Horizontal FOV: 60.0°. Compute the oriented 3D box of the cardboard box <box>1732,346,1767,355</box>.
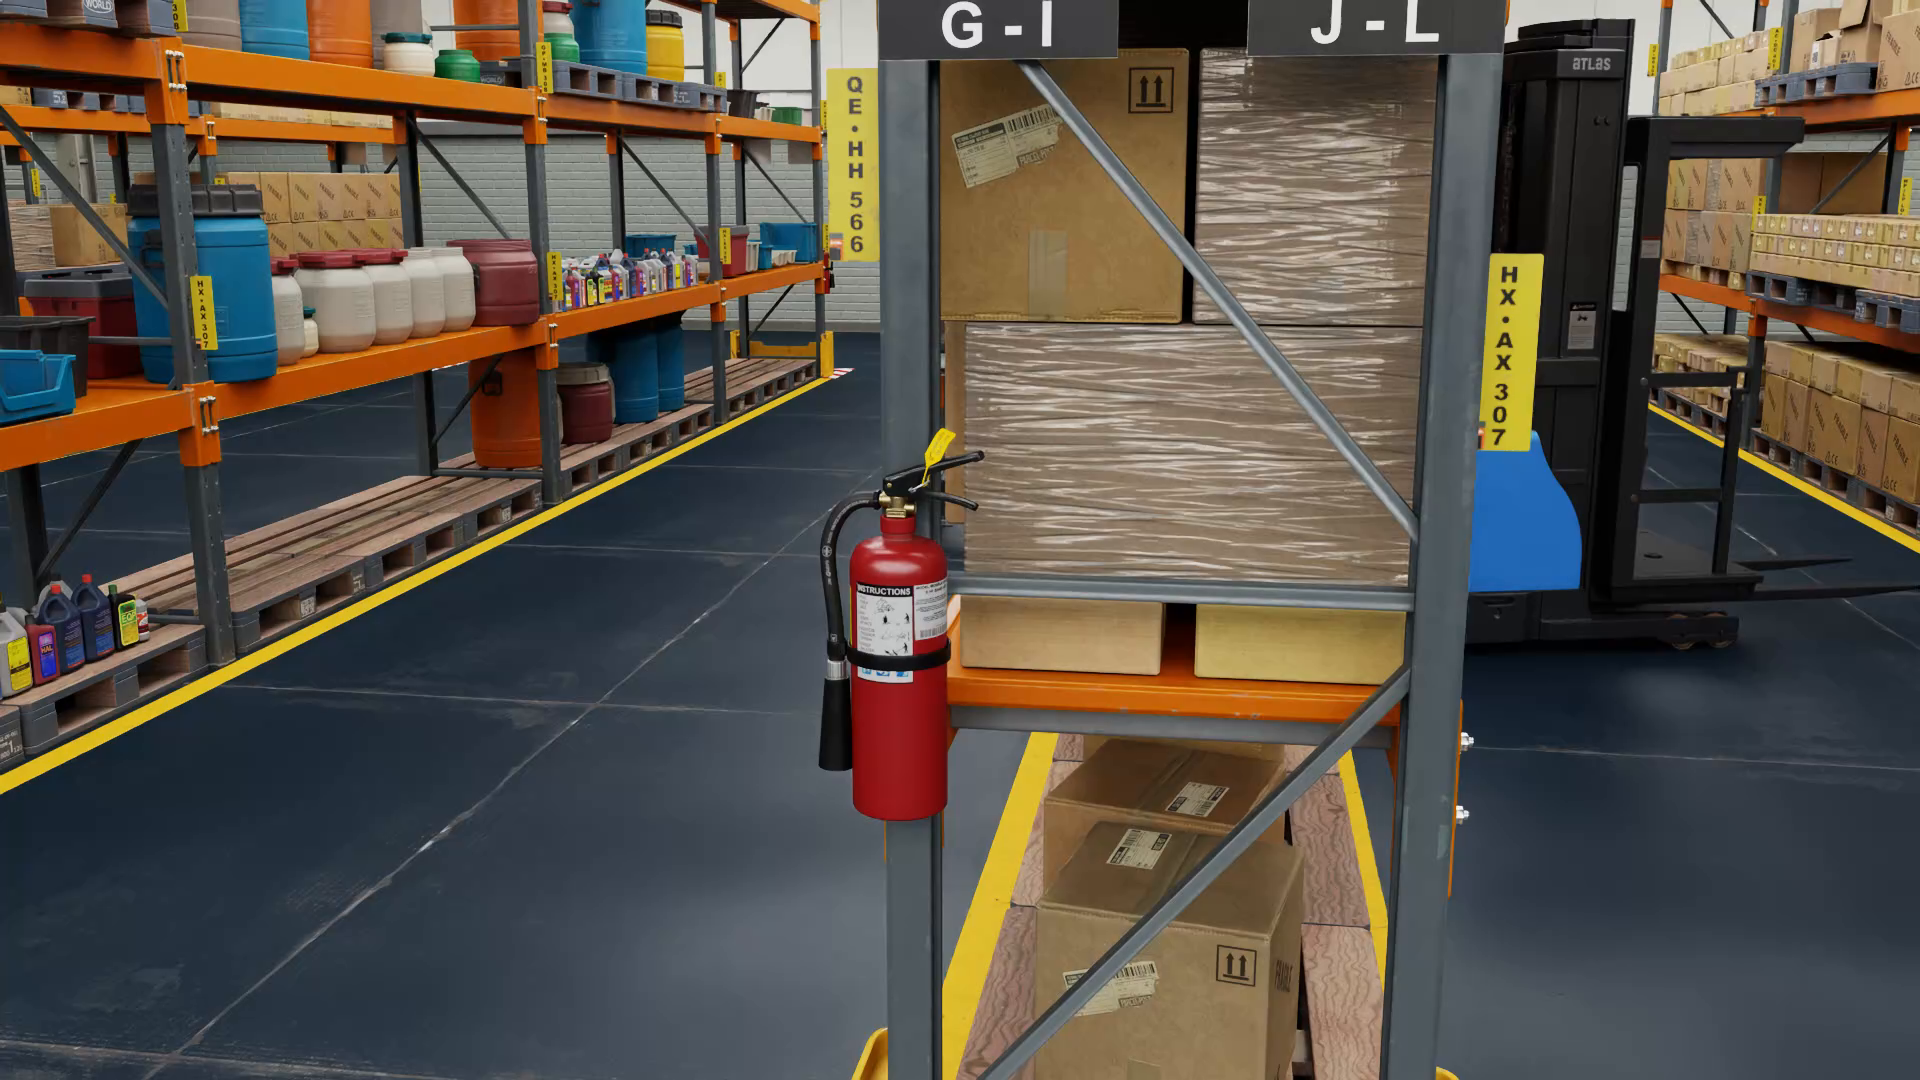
[{"bbox_3d":[7.633,-1.767,15.931,0.380,0.149,0.250,1,12,7],"label":"cardboard box"}]

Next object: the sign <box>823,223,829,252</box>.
[{"bbox_3d":[-1.521,-3.460,19.041,0.100,0.325,0.005,2,12,9],"label":"sign"}]

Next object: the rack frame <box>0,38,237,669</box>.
[{"bbox_3d":[-3.912,-0.897,7.534,1.000,3.000,0.127,2,12,9],"label":"rack frame"}]

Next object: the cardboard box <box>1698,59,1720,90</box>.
[{"bbox_3d":[7.143,-4.288,15.320,0.500,0.250,0.500,1,12,7],"label":"cardboard box"}]

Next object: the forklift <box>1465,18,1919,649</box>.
[{"bbox_3d":[3.340,-1.015,8.244,3.031,2.935,1.130,-2,12,-7],"label":"forklift"}]

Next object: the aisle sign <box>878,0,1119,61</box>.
[{"bbox_3d":[0.060,-1.171,2.637,0.394,0.787,0.004,2,12,9],"label":"aisle sign"}]

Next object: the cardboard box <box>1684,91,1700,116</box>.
[{"bbox_3d":[7.239,-4.143,15.834,0.500,0.250,0.500,1,12,7],"label":"cardboard box"}]

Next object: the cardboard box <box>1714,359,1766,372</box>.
[{"bbox_3d":[6.926,-1.511,14.744,0.380,0.149,0.250,2,12,8],"label":"cardboard box"}]

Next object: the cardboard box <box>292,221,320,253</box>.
[{"bbox_3d":[-7.074,-3.080,17.428,0.500,0.500,0.500,2,12,8],"label":"cardboard box"}]

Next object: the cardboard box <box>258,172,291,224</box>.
[{"bbox_3d":[-7.147,-3.457,16.805,0.500,0.500,0.500,1,12,7],"label":"cardboard box"}]

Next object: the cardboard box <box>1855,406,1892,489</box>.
[{"bbox_3d":[6.409,-0.624,11.205,0.500,0.500,0.500,2,12,11],"label":"cardboard box"}]

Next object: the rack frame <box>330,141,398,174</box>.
[{"bbox_3d":[-6.961,-3.556,19.873,1.000,3.000,0.127,2,12,9],"label":"rack frame"}]

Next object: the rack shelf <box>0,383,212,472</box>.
[{"bbox_3d":[-4.220,-0.129,5.678,1.077,0.370,4.000,2,12,9],"label":"rack shelf"}]

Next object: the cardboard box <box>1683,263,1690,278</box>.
[{"bbox_3d":[7.210,-2.600,16.033,0.380,0.149,0.250,2,12,8],"label":"cardboard box"}]

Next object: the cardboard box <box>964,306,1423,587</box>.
[{"bbox_3d":[0.478,-0.211,3.411,0.875,0.500,0.500,2,12,9],"label":"cardboard box"}]

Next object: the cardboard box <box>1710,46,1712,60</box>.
[{"bbox_3d":[7.170,-4.502,15.368,0.380,0.149,0.250,2,12,11],"label":"cardboard box"}]

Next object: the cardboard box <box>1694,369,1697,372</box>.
[{"bbox_3d":[7.184,-1.578,15.759,0.380,0.149,0.250,2,12,11],"label":"cardboard box"}]

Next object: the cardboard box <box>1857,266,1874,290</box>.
[{"bbox_3d":[6.225,-1.744,11.066,0.380,0.149,0.250,2,12,8],"label":"cardboard box"}]

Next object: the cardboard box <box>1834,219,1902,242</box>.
[{"bbox_3d":[6.306,-2.146,11.520,0.380,0.149,0.250,2,12,11],"label":"cardboard box"}]

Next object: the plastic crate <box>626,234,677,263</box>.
[{"bbox_3d":[-2.947,-2.692,15.759,0.392,0.384,0.575,2,12,9],"label":"plastic crate"}]

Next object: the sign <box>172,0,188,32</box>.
[{"bbox_3d":[-3.371,-2.347,7.124,0.100,0.325,0.005,2,12,9],"label":"sign"}]

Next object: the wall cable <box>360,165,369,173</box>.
[{"bbox_3d":[-10.633,-6.296,25.719,3.097,2.526,0.112,2,12,9],"label":"wall cable"}]

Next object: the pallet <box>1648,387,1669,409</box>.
[{"bbox_3d":[7.541,-1.506,16.978,1.003,0.211,1.213,2,12,9],"label":"pallet"}]

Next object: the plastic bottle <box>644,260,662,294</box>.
[{"bbox_3d":[-2.578,-2.200,13.875,0.152,0.276,0.135,2,12,9],"label":"plastic bottle"}]

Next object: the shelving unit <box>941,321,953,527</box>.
[{"bbox_3d":[0.025,-1.061,10.432,0.431,2.100,0.503,2,12,9],"label":"shelving unit"}]

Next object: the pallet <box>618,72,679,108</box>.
[{"bbox_3d":[-2.878,-3.533,13.097,1.003,0.211,1.213,2,12,9],"label":"pallet"}]

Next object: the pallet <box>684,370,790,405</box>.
[{"bbox_3d":[-2.422,-1.608,17.453,1.003,0.211,1.213,2,12,9],"label":"pallet"}]

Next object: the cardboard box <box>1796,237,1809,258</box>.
[{"bbox_3d":[6.426,-2.162,12.301,0.380,0.149,0.250,2,12,11],"label":"cardboard box"}]

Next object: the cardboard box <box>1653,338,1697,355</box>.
[{"bbox_3d":[7.207,-1.947,16.767,0.380,0.149,0.250,2,12,8],"label":"cardboard box"}]

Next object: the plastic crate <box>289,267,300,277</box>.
[{"bbox_3d":[-3.848,-1.434,9.876,0.402,0.464,0.583,2,12,9],"label":"plastic crate"}]

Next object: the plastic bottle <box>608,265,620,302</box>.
[{"bbox_3d":[-2.689,-1.991,12.889,0.061,0.283,0.133,2,12,9],"label":"plastic bottle"}]

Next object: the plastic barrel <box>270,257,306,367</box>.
[{"bbox_3d":[-3.549,-1.155,8.411,0.433,0.535,0.433,0,12,0],"label":"plastic barrel"}]

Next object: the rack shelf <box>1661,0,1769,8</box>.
[{"bbox_3d":[7.405,-5.215,15.049,1.077,0.370,4.000,2,12,9],"label":"rack shelf"}]

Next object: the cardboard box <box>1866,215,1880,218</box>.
[{"bbox_3d":[7.146,-2.394,12.667,0.380,0.149,0.250,1,12,7],"label":"cardboard box"}]

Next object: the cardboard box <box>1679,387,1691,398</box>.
[{"bbox_3d":[7.091,-1.443,15.839,0.380,0.149,0.250,2,12,9],"label":"cardboard box"}]

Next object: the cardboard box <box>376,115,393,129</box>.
[{"bbox_3d":[-6.779,-4.833,19.037,0.500,0.250,0.500,2,12,9],"label":"cardboard box"}]

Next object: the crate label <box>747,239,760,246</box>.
[{"bbox_3d":[-2.430,-3.301,18.947,0.416,0.233,0.303,2,12,9],"label":"crate label"}]

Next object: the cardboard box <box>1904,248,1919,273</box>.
[{"bbox_3d":[6.108,-1.733,10.306,0.380,0.149,0.250,2,12,10],"label":"cardboard box"}]

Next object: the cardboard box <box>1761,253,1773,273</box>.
[{"bbox_3d":[6.545,-2.177,13.076,0.380,0.149,0.250,2,12,10],"label":"cardboard box"}]

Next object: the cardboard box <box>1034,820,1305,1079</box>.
[{"bbox_3d":[0.479,0.984,3.745,0.500,0.500,0.500,4,13,19],"label":"cardboard box"}]

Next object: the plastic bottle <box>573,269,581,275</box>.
[{"bbox_3d":[-3.182,-2.140,13.773,0.097,0.201,0.097,0,12,0],"label":"plastic bottle"}]

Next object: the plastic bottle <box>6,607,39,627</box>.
[{"bbox_3d":[-3.906,0.404,6.922,0.152,0.276,0.135,2,12,9],"label":"plastic bottle"}]

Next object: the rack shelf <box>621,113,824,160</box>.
[{"bbox_3d":[-2.375,-4.093,16.953,1.077,0.370,4.000,2,12,9],"label":"rack shelf"}]

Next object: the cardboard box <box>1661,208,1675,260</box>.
[{"bbox_3d":[7.313,-3.050,16.582,0.500,0.500,0.500,2,12,9],"label":"cardboard box"}]

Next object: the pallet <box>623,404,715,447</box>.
[{"bbox_3d":[-2.842,-1.040,14.816,1.003,0.211,1.213,2,12,9],"label":"pallet"}]

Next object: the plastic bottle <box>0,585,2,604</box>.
[{"bbox_3d":[-4.395,0.274,7.533,0.097,0.271,0.097,0,12,0],"label":"plastic bottle"}]

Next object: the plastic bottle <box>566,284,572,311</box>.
[{"bbox_3d":[-2.851,-1.755,11.990,0.097,0.201,0.097,0,12,0],"label":"plastic bottle"}]

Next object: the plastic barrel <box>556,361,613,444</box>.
[{"bbox_3d":[-3.065,-1.093,13.173,0.600,0.588,0.708,2,12,9],"label":"plastic barrel"}]

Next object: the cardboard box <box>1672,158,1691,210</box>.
[{"bbox_3d":[7.208,-3.438,16.009,0.500,0.500,0.500,2,12,7],"label":"cardboard box"}]

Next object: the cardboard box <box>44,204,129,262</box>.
[{"bbox_3d":[-7.913,-2.741,14.857,0.700,0.500,0.500,4,13,18],"label":"cardboard box"}]

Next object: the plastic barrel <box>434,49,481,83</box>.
[{"bbox_3d":[-3.285,-3.067,10.852,0.294,0.245,0.294,0,12,0],"label":"plastic barrel"}]

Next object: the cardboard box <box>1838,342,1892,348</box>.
[{"bbox_3d":[7.233,-1.406,13.056,0.500,0.250,0.500,2,12,7],"label":"cardboard box"}]
